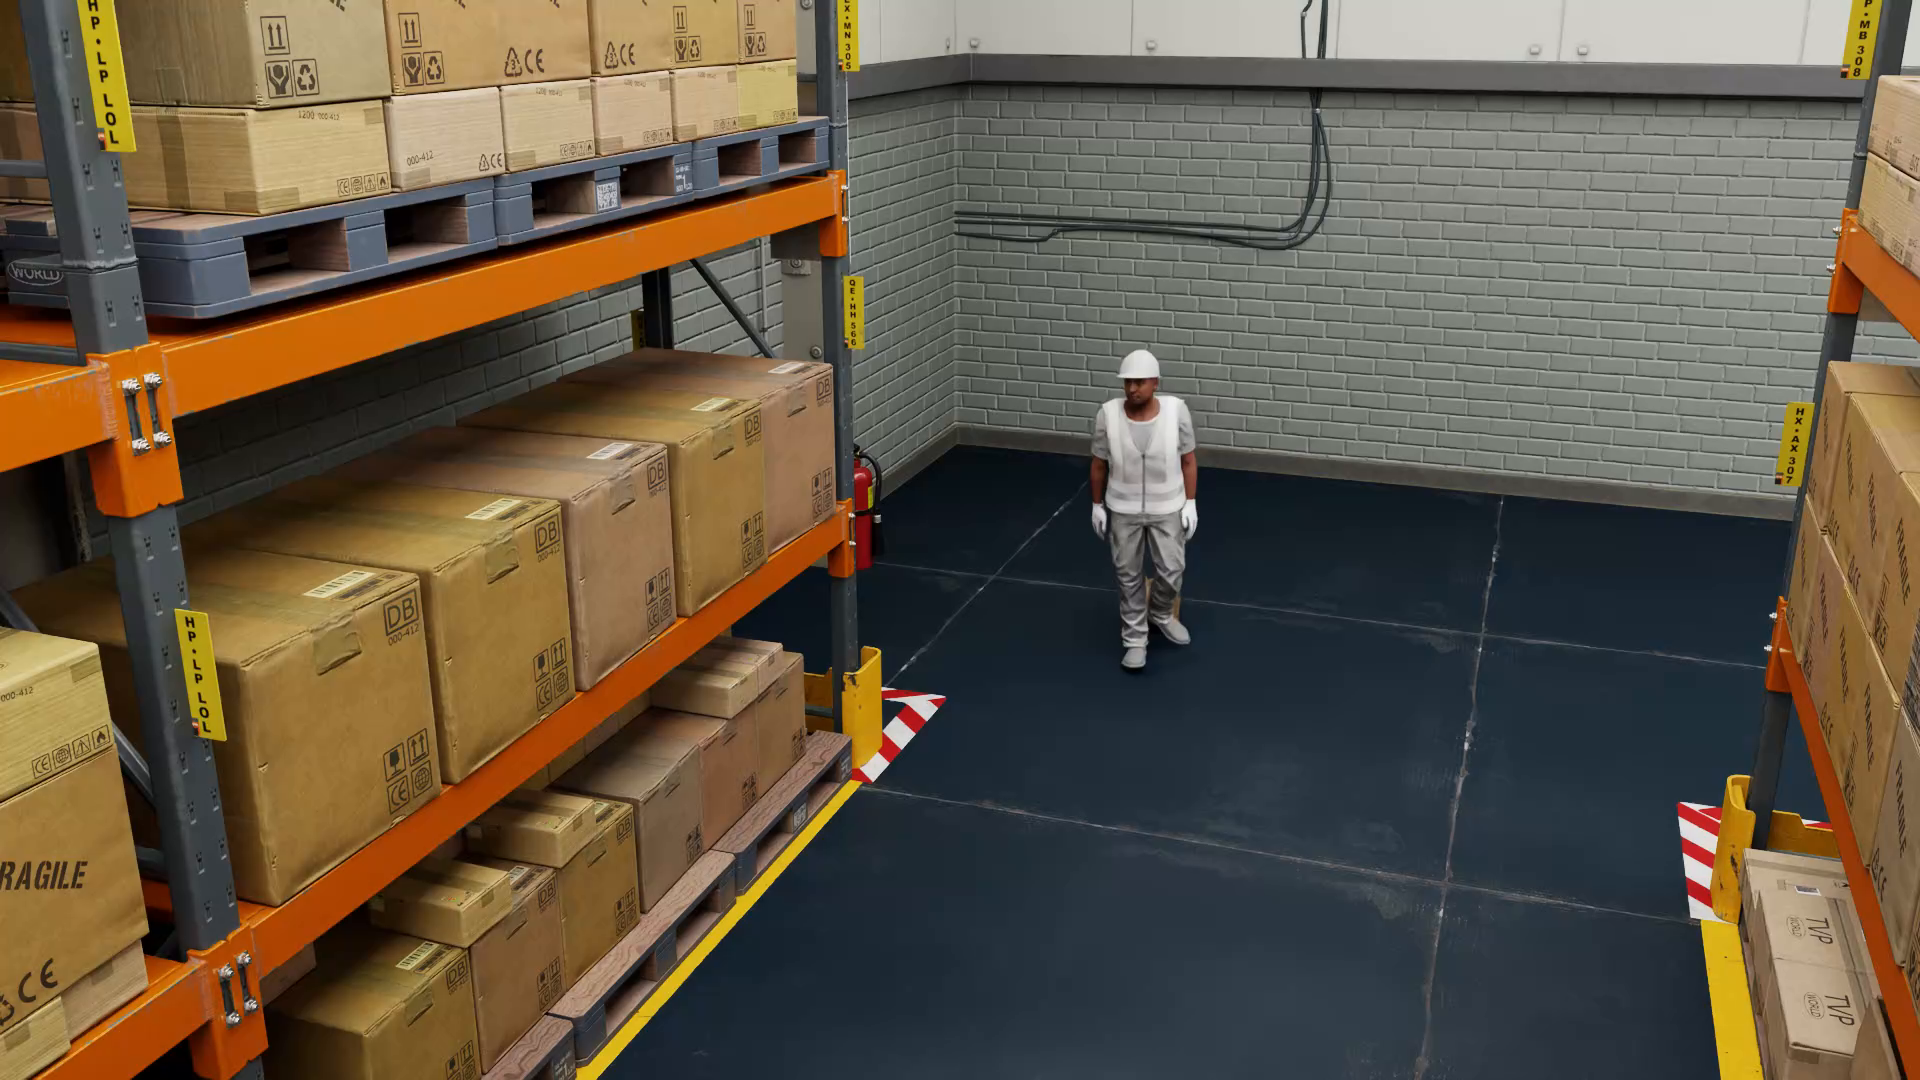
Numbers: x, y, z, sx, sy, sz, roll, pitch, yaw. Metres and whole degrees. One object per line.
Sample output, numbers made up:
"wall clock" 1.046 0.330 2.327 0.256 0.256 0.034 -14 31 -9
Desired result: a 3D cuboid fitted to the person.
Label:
"person" 0.998 -0.177 9.029 0.586 1.780 0.555 3 19 9
